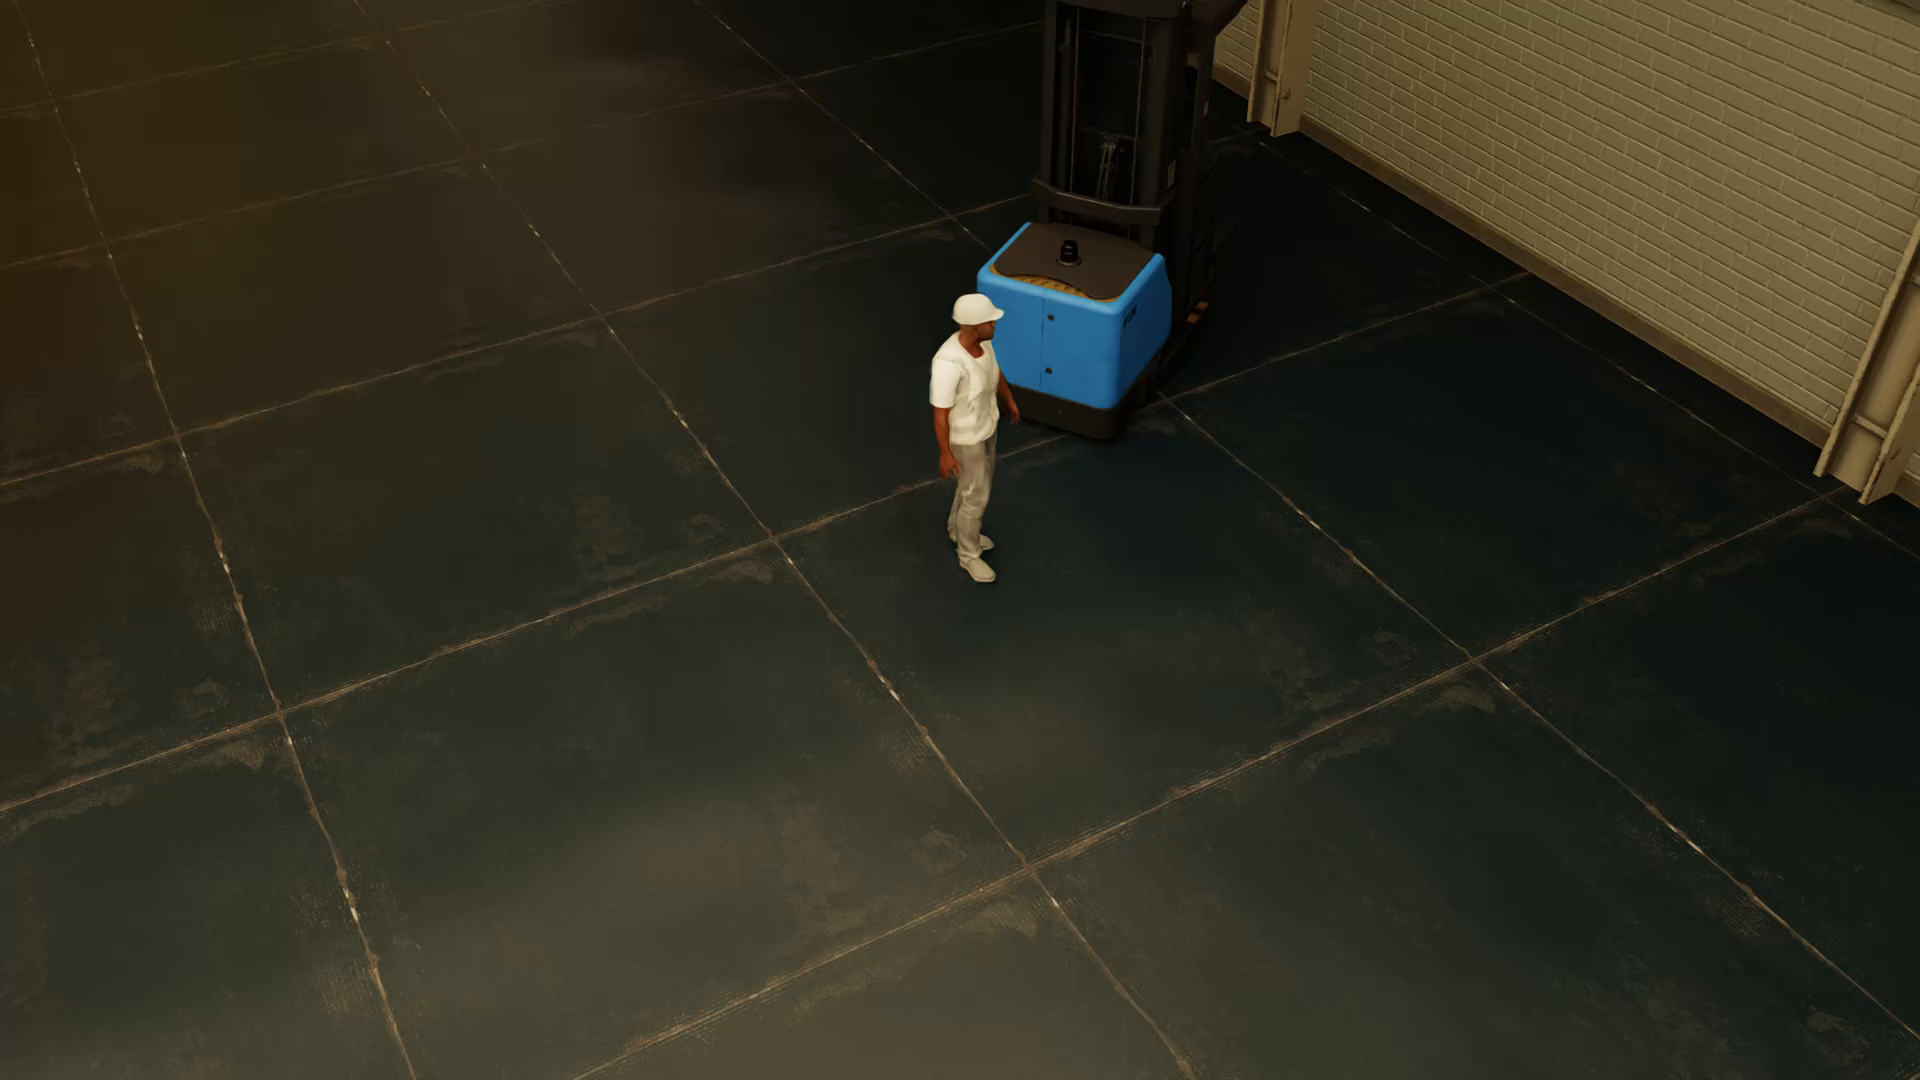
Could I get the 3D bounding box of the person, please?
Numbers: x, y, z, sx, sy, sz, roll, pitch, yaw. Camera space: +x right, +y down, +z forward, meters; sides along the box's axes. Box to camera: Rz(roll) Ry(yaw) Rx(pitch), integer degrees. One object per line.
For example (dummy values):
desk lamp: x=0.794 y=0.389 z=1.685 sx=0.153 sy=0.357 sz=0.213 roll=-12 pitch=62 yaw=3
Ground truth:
person: x=0.108 y=-0.645 z=9.750 sx=0.474 sy=1.759 sz=0.718 roll=14 pitch=42 yaw=17

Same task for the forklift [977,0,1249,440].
forklift: x=1.211 y=-2.728 z=11.325 sx=1.130 sy=2.935 sz=3.031 roll=18 pitch=43 yaw=20
